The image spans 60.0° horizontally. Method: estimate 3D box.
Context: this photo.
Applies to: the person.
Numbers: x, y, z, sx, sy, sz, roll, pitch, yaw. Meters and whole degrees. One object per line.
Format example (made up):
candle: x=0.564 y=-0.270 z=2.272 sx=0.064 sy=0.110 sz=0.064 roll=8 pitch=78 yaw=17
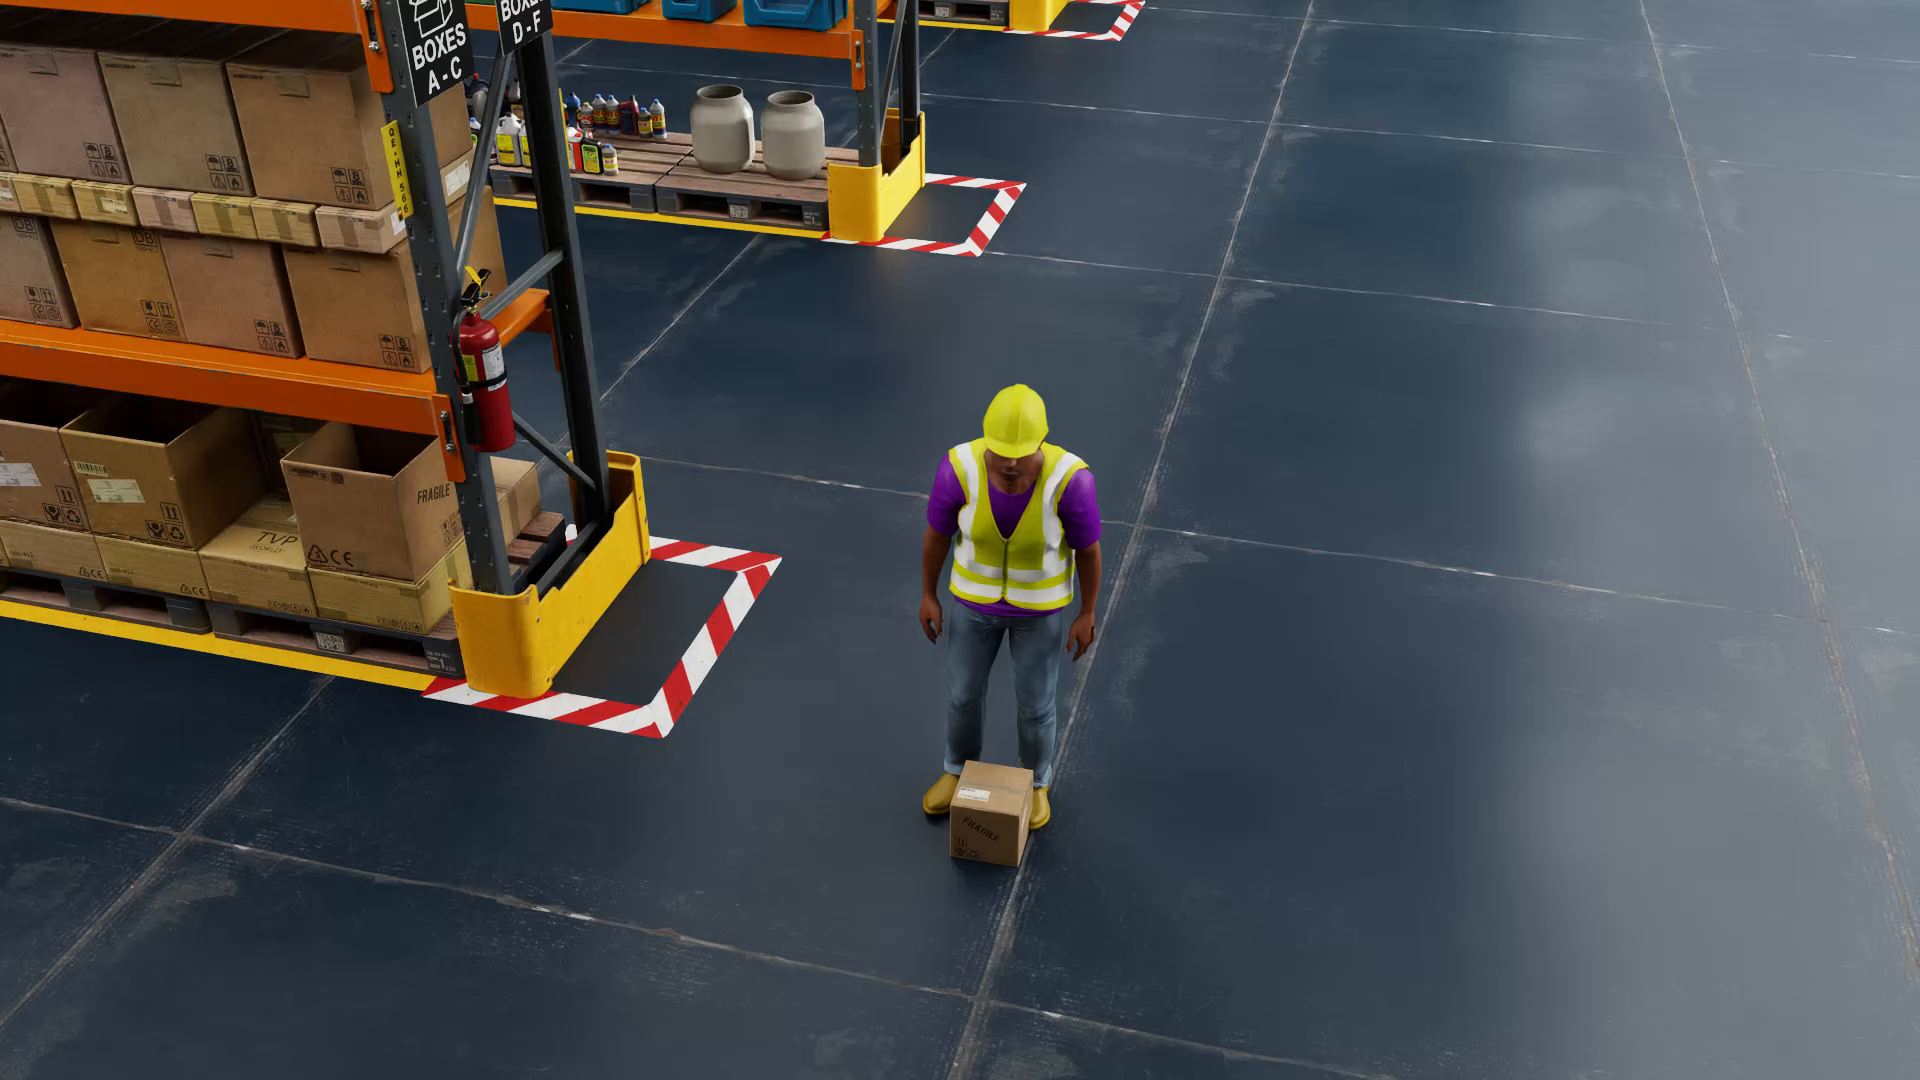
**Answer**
person: x=0.165 y=0.230 z=5.763 sx=0.627 sy=1.759 sz=0.462 roll=7 pitch=33 yaw=10
